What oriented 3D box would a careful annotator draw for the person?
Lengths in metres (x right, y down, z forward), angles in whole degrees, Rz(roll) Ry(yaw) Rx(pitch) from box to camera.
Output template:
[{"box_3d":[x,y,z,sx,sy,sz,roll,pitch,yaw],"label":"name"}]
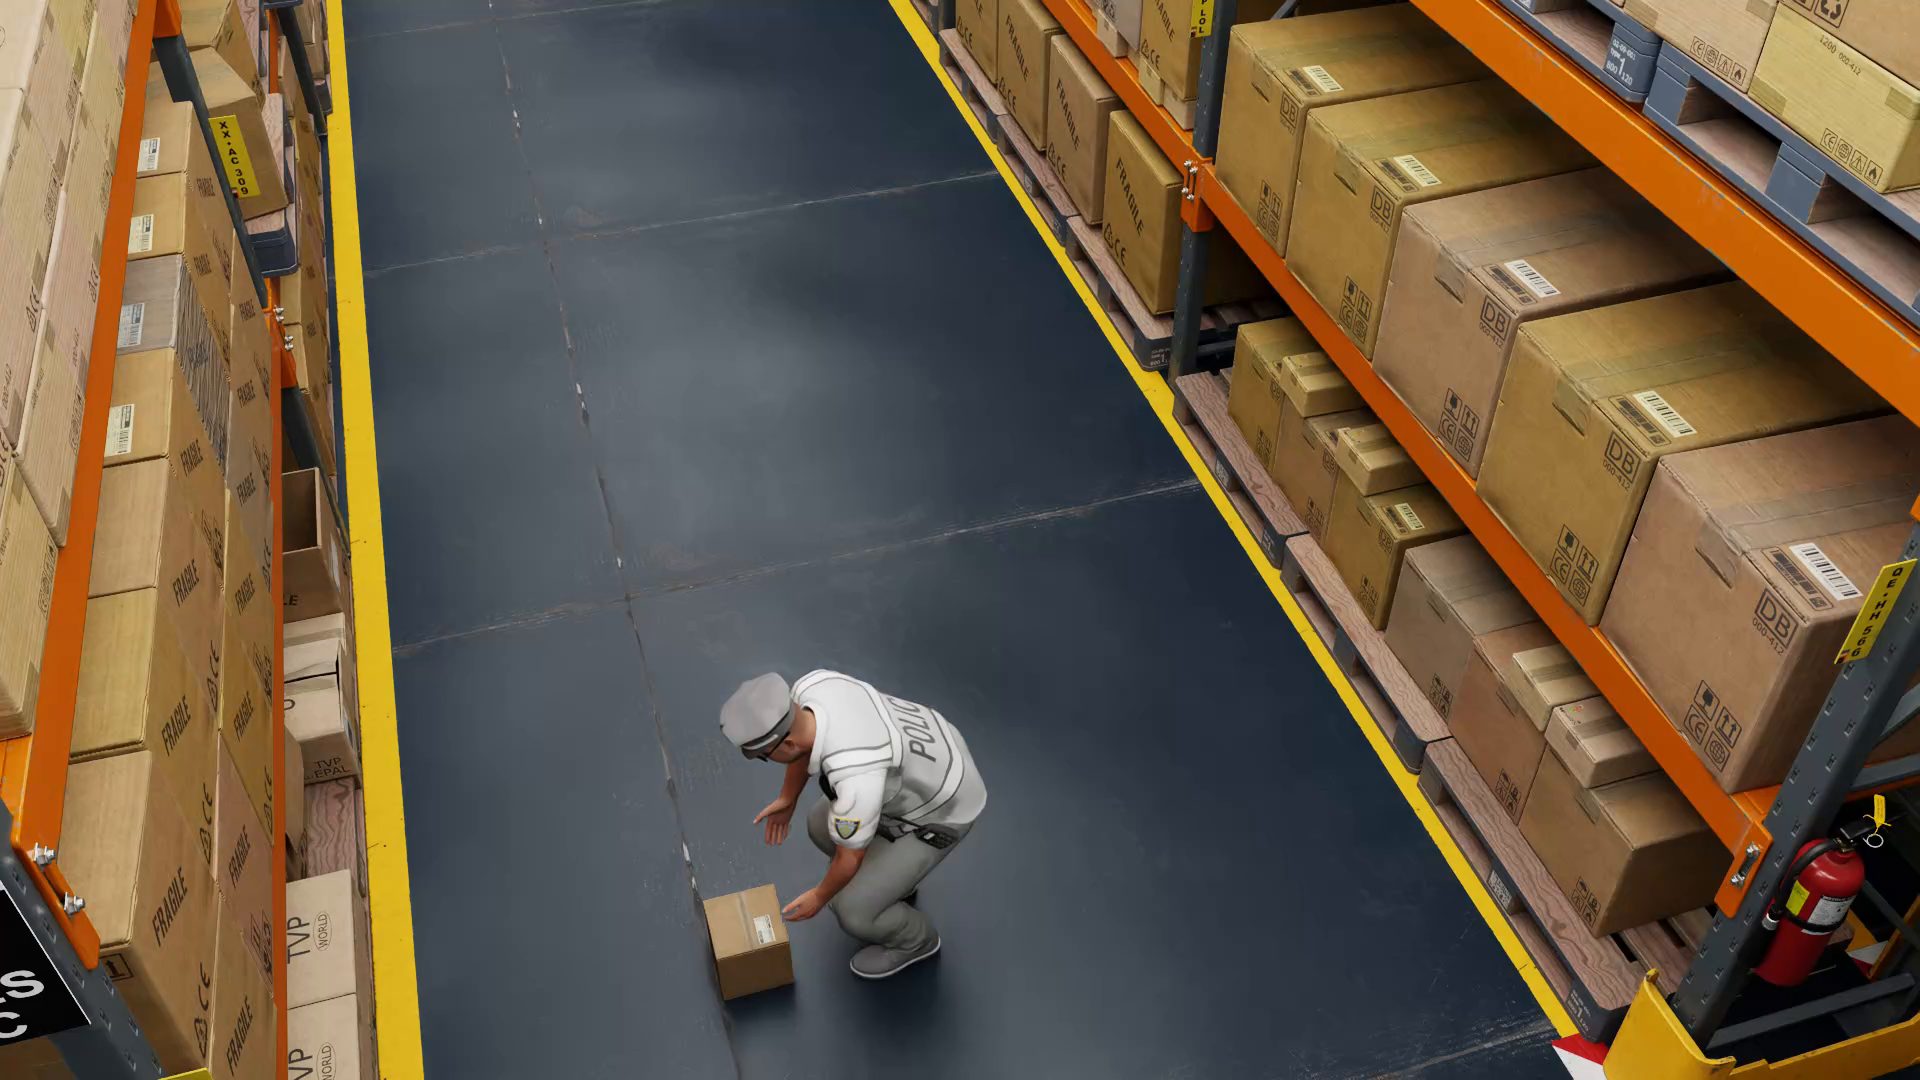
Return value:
[{"box_3d":[-0.322,0.908,5.428,0.826,1.381,0.590,-12,43,-13],"label":"person"}]
